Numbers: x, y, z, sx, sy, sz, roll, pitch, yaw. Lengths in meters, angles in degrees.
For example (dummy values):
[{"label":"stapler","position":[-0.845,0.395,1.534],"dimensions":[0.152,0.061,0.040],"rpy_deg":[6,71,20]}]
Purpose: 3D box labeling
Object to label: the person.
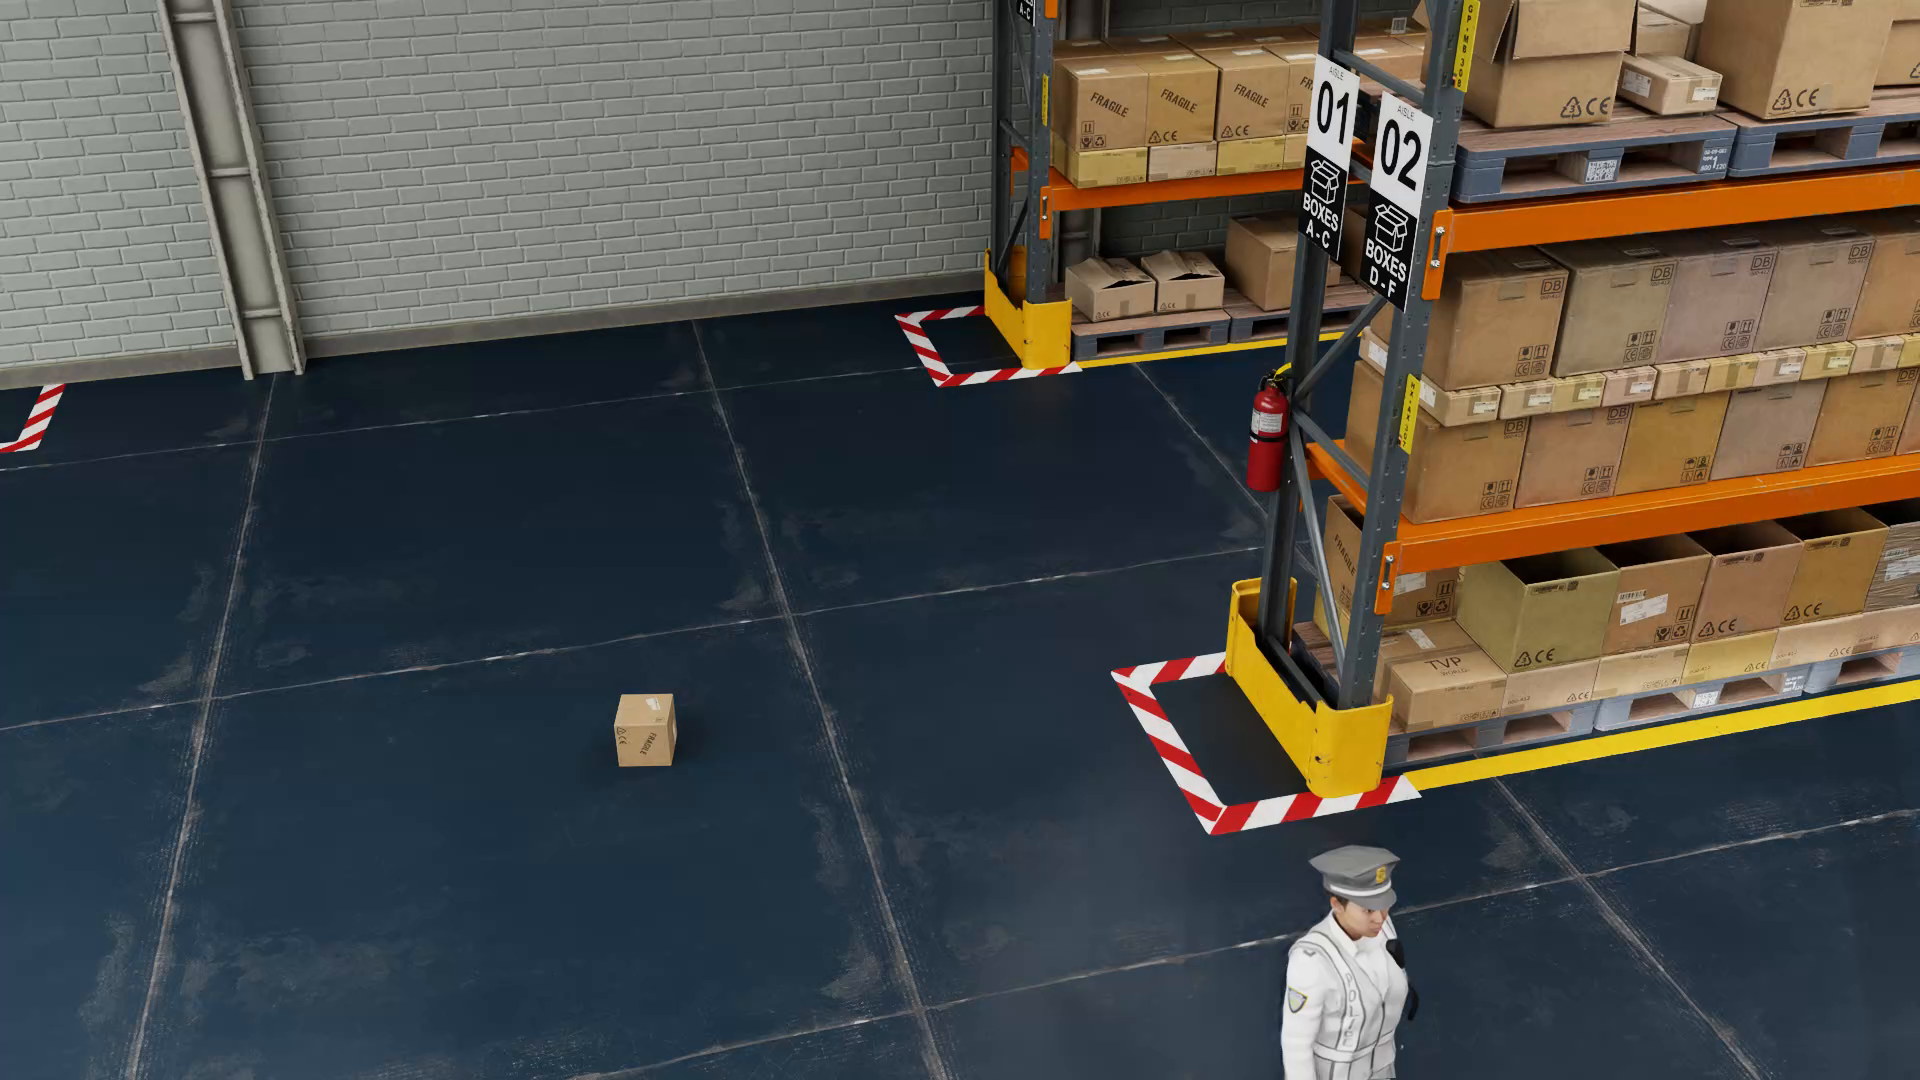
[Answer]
[{"label":"person","position":[1.187,1.657,5.366],"dimensions":[0.496,1.653,0.862],"rpy_deg":[-21,36,-31]}]
